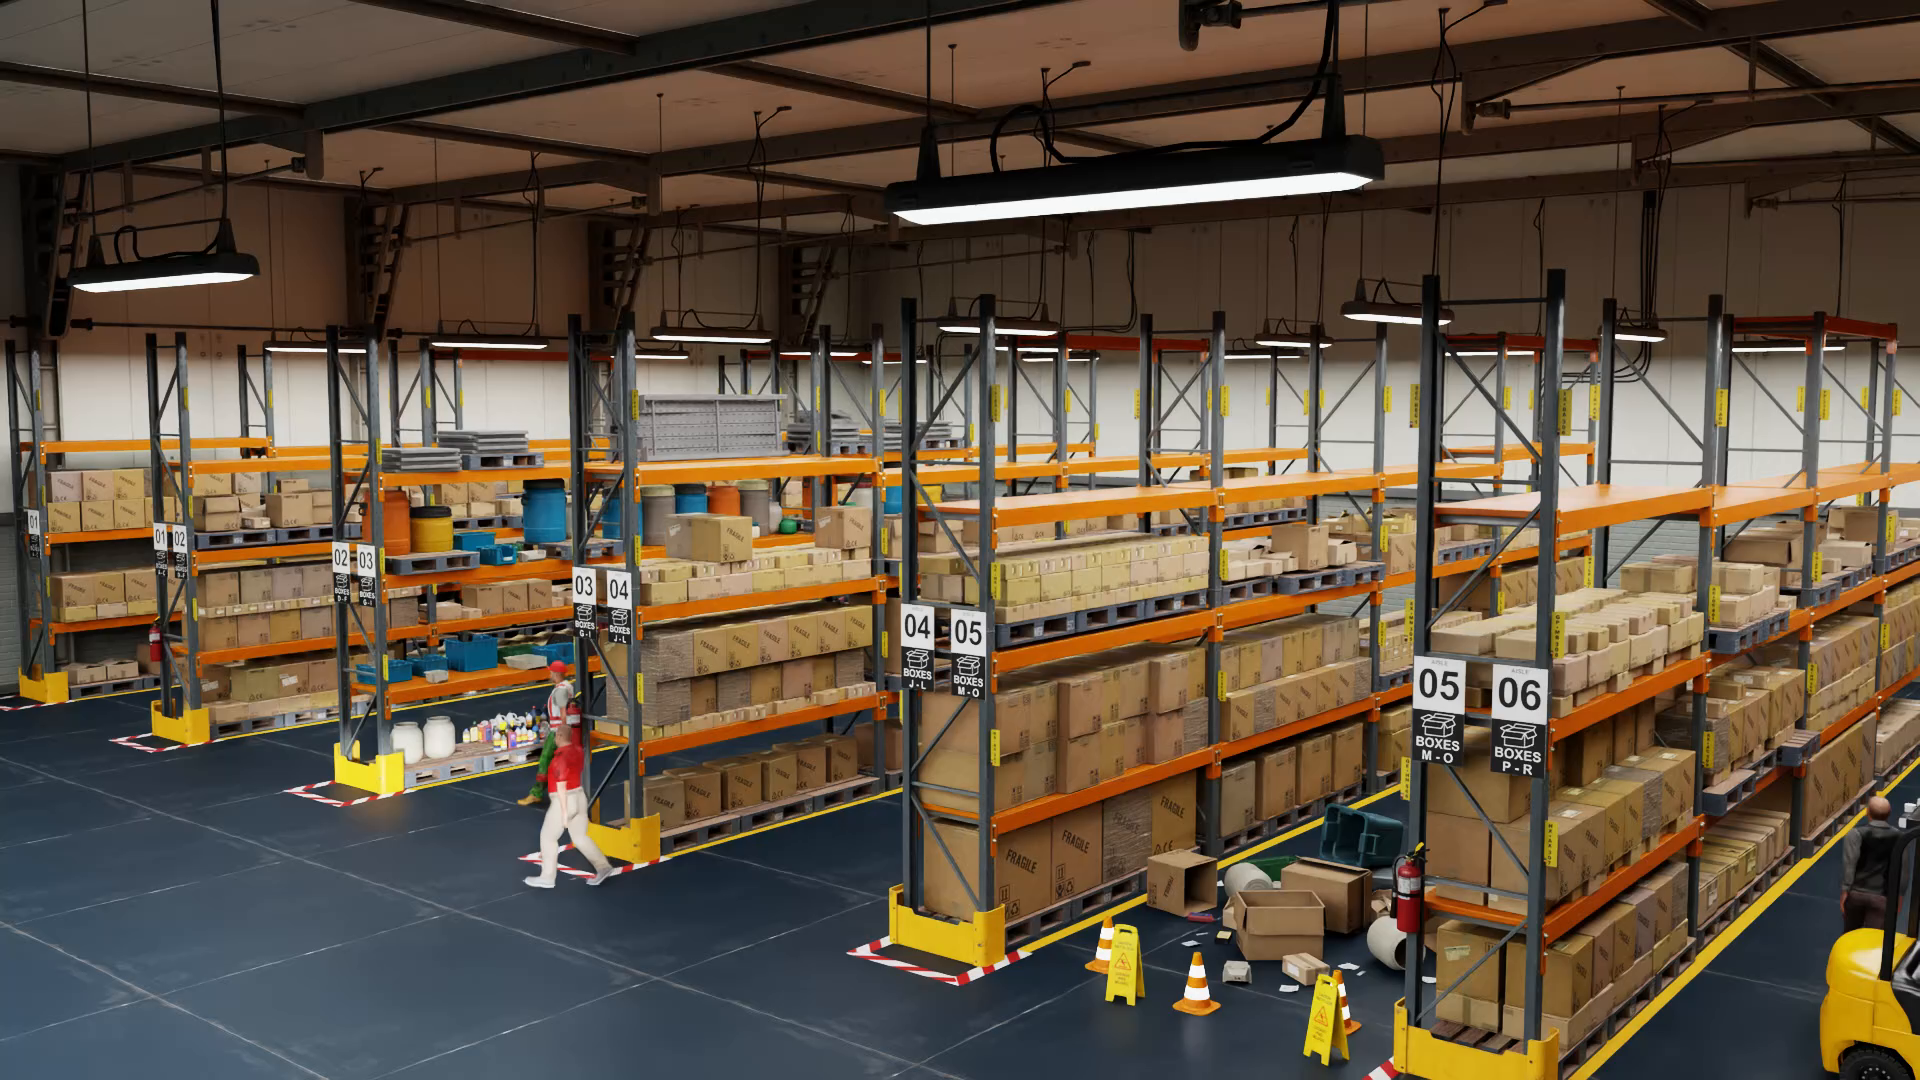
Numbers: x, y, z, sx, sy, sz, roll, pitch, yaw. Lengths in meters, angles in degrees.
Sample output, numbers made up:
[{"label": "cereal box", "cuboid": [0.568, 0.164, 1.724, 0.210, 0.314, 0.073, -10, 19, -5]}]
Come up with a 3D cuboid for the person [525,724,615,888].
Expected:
[{"label": "person", "cuboid": [-4.070, 2.761, 17.315, 0.842, 1.701, 0.538, 2, 6, 22]}]

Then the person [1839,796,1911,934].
[{"label": "person", "cuboid": [7.747, 3.067, 14.121, 0.515, 1.769, 0.613, 4, 6, 34]}]

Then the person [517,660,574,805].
[{"label": "person", "cuboid": [-5.105, 2.400, 20.844, 0.775, 1.777, 0.623, 0, 5, 2]}]
